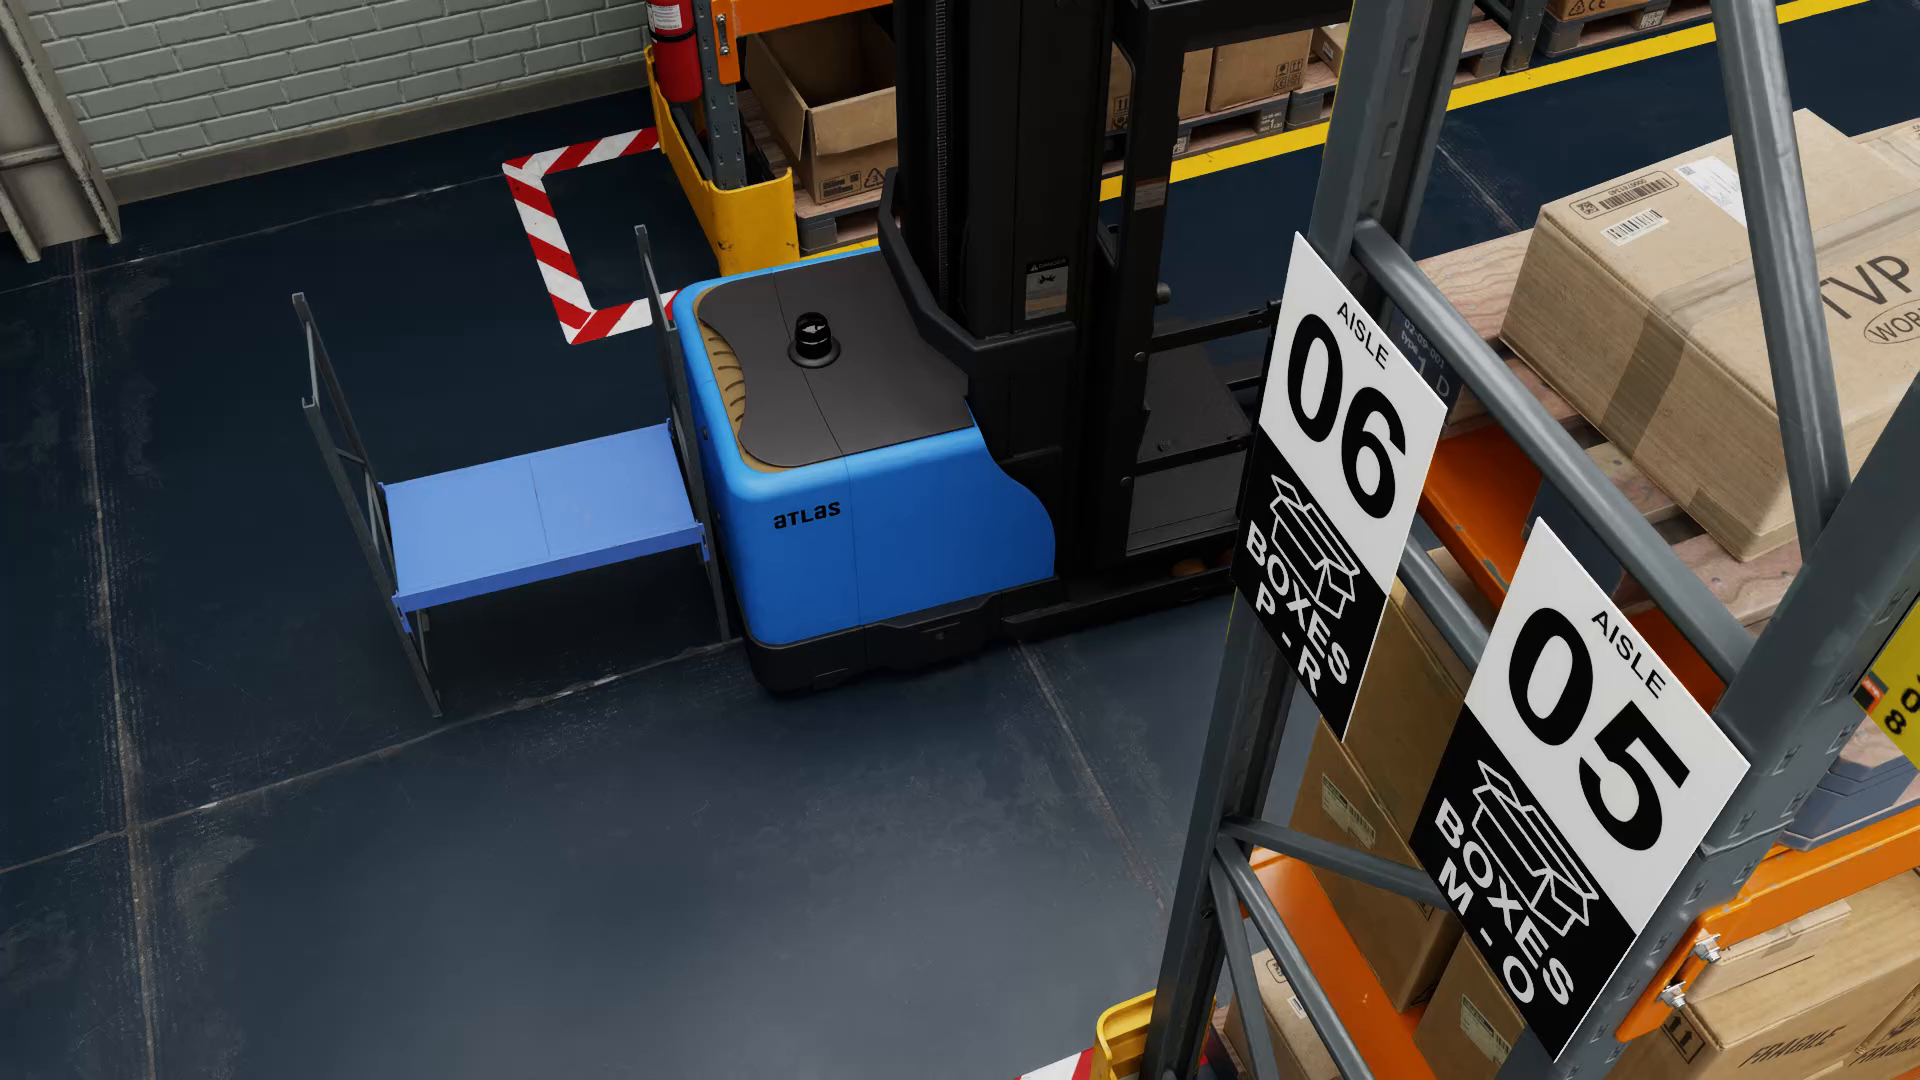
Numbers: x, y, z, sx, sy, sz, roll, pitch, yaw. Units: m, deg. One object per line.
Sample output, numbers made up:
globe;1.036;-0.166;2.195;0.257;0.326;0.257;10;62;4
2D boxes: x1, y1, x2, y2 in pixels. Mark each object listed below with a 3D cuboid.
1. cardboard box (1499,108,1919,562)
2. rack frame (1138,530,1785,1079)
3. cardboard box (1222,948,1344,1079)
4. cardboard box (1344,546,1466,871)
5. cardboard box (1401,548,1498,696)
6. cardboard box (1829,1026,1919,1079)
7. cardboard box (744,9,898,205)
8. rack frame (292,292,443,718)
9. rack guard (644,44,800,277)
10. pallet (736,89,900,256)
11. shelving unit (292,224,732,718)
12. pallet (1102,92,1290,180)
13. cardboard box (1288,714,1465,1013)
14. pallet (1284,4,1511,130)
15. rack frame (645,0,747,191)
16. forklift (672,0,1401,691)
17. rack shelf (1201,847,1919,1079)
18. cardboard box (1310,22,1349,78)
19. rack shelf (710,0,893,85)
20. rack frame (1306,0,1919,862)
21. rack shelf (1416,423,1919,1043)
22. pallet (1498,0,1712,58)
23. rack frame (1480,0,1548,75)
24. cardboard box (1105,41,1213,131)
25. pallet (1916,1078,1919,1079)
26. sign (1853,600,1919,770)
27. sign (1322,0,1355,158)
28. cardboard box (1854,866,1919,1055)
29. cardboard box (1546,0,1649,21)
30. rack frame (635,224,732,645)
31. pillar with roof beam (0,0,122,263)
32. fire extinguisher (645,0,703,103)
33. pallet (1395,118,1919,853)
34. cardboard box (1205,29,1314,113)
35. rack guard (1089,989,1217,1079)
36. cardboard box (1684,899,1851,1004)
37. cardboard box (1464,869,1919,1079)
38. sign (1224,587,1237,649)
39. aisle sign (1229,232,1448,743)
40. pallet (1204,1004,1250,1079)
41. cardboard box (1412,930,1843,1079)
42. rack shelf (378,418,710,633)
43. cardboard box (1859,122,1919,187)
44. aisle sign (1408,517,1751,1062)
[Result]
cardboard box;1.132;-0.301;2.310;0.500;0.250;0.500;-22;53;-18
rack frame;0.750;0.989;3.423;0.127;3.000;1.000;-17;52;-14
cardboard box;1.323;1.428;4.459;0.875;0.438;0.875;-19;52;-15
cardboard box;1.106;0.325;3.268;0.500;0.500;0.500;-16;51;-13
cardboard box;1.006;0.176;2.969;0.250;0.149;0.380;-17;51;-14
cardboard box;1.760;0.856;3.472;0.500;0.500;0.500;-18;52;-15
cardboard box;-0.528;-1.928;7.297;0.637;0.503;0.797;-19;52;-16
rack frame;-1.874;-0.059;5.312;0.032;1.500;0.500;-14;51;-12
rack guard;-1.060;-1.703;7.383;0.348;0.500;1.175;-17;52;-14
pallet;-0.322;-1.838;7.690;1.213;0.211;1.003;-17;52;-14
shelving unit;-1.390;-0.178;5.414;1.048;1.500;0.538;-14;51;-12
pallet;0.805;-2.185;7.988;1.213;0.211;1.003;-17;52;-14
cardboard box;1.096;0.632;3.664;0.500;0.500;0.500;-17;51;-14
pallet;1.936;-2.538;8.291;1.213;0.211;1.003;-17;52;-14
rack frame;-1.131;-2.496;6.416;0.127;3.000;1.000;-17;52;-14
forklift;0.596;-1.101;5.264;3.031;2.935;1.130;-14;51;-12
rack shelf;2.601;0.650;4.189;4.000;0.370;1.077;-17;52;-14
cardboard box;1.837;-2.421;7.877;0.258;0.266;0.396;-16;51;-13
rack shelf;0.721;-2.835;7.182;4.000;0.370;1.077;-17;52;-14
rack frame;0.750;-0.965;1.147;0.127;3.000;1.000;-17;52;-14
rack shelf;2.601;-0.327;3.051;4.000;0.370;1.077;-17;52;-14
pallet;3.311;-2.995;8.683;1.213;0.211;1.003;-17;52;-14
rack frame;2.572;-3.643;7.402;0.127;3.000;1.000;-17;52;-14
cardboard box;0.805;-2.226;7.556;0.500;0.500;0.500;-16;51;-14
pallet;2.588;1.266;5.023;1.213;0.211;1.003;-17;52;-14
sign;0.954;0.093;1.587;0.005;0.325;0.100;-17;52;-14
sign;0.557;-0.636;2.310;0.005;0.325;0.100;-17;52;-14
cardboard box;1.777;0.540;3.084;0.500;0.500;0.500;-18;52;-15
cardboard box;3.105;-2.946;8.174;0.500;0.500;0.500;-15;51;-13
rack frame;-0.907;-0.297;5.516;0.032;1.500;0.500;-14;51;-12
pillar with roof beam;-2.340;-1.286;1.423;0.400;9.000;9.100;-17;52;-14
fire extinguisher;-1.092;-1.982;6.272;0.183;0.674;0.296;-17;52;-14
pallet;1.433;-0.179;2.508;1.213;0.211;1.003;-17;52;-14
cardboard box;1.239;-2.443;7.741;0.500;0.500;0.700;-19;52;-16
rack guard;0.727;1.810;4.366;0.348;0.500;1.175;-17;52;-14
cardboard box;1.183;0.512;2.680;0.250;0.149;0.380;-16;51;-13
cardboard box;1.302;0.693;2.952;0.500;0.500;0.500;-18;52;-15
sign;0.557;0.150;3.225;0.005;0.325;0.100;-17;52;-14
aisle sign;0.566;-0.055;2.606;0.004;0.787;0.394;-17;52;-14
pallet;1.460;1.613;4.725;1.213;0.211;1.003;-17;52;-14
cardboard box;1.303;1.021;3.330;0.500;0.500;0.500;-18;52;-15
rack shelf;-1.390;-0.060;5.550;1.000;0.185;0.538;-14;51;-12
cardboard box;1.490;-0.444;2.500;0.250;0.149;0.380;-21;52;-17
aisle sign;0.793;0.367;2.244;0.004;0.787;0.394;-17;52;-14
